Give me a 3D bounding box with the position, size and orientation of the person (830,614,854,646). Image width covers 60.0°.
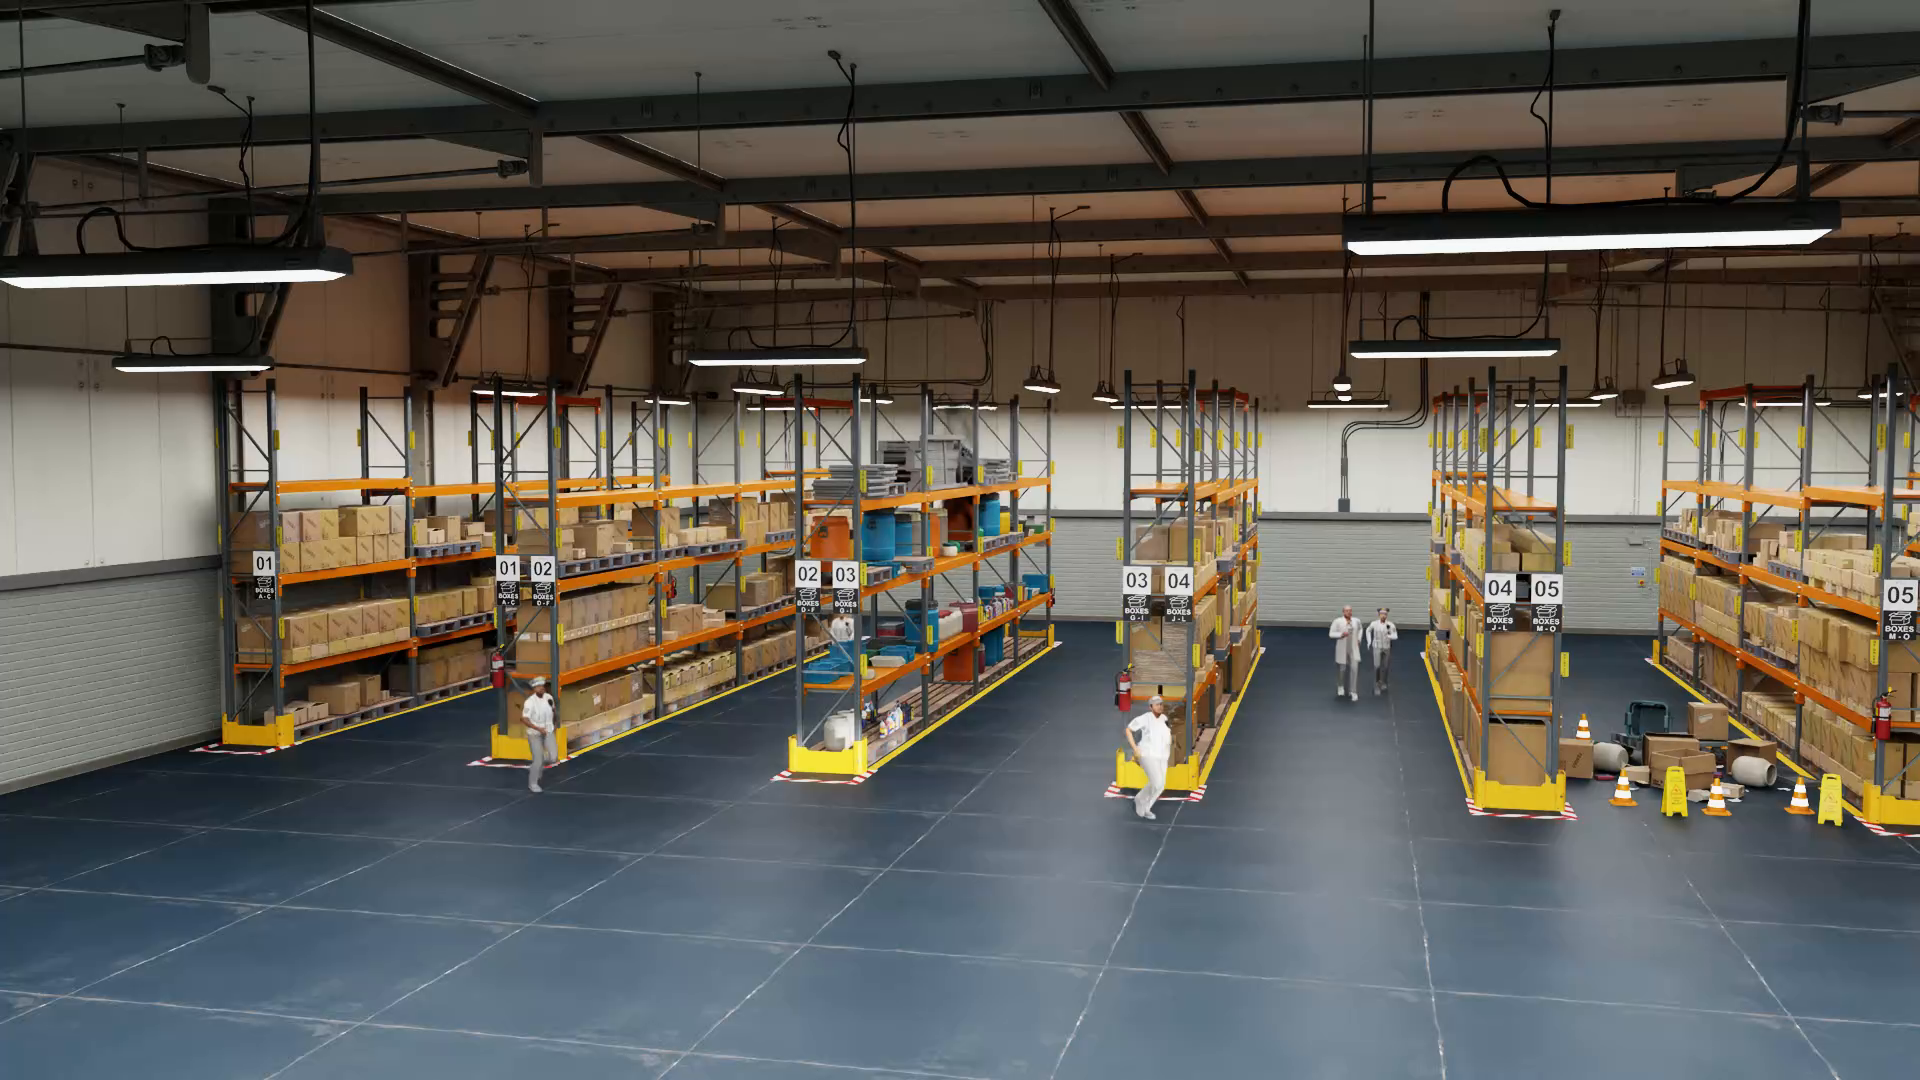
[{"bbox_3d":[-2.393,2.137,33.942,0.592,1.651,0.519,0,3,8],"label":"person"}]

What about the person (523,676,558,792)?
[{"bbox_3d":[-5.944,2.759,23.703,0.606,1.661,0.617,-3,5,-43],"label":"person"}]

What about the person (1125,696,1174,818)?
[{"bbox_3d":[2.575,2.873,21.960,0.605,1.626,0.560,-3,4,-36],"label":"person"}]

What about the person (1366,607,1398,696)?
[{"bbox_3d":[8.329,2.186,32.826,0.583,1.752,0.747,1,3,10],"label":"person"}]

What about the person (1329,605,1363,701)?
[{"bbox_3d":[7.482,2.151,32.145,0.701,1.790,0.950,0,3,0],"label":"person"}]
